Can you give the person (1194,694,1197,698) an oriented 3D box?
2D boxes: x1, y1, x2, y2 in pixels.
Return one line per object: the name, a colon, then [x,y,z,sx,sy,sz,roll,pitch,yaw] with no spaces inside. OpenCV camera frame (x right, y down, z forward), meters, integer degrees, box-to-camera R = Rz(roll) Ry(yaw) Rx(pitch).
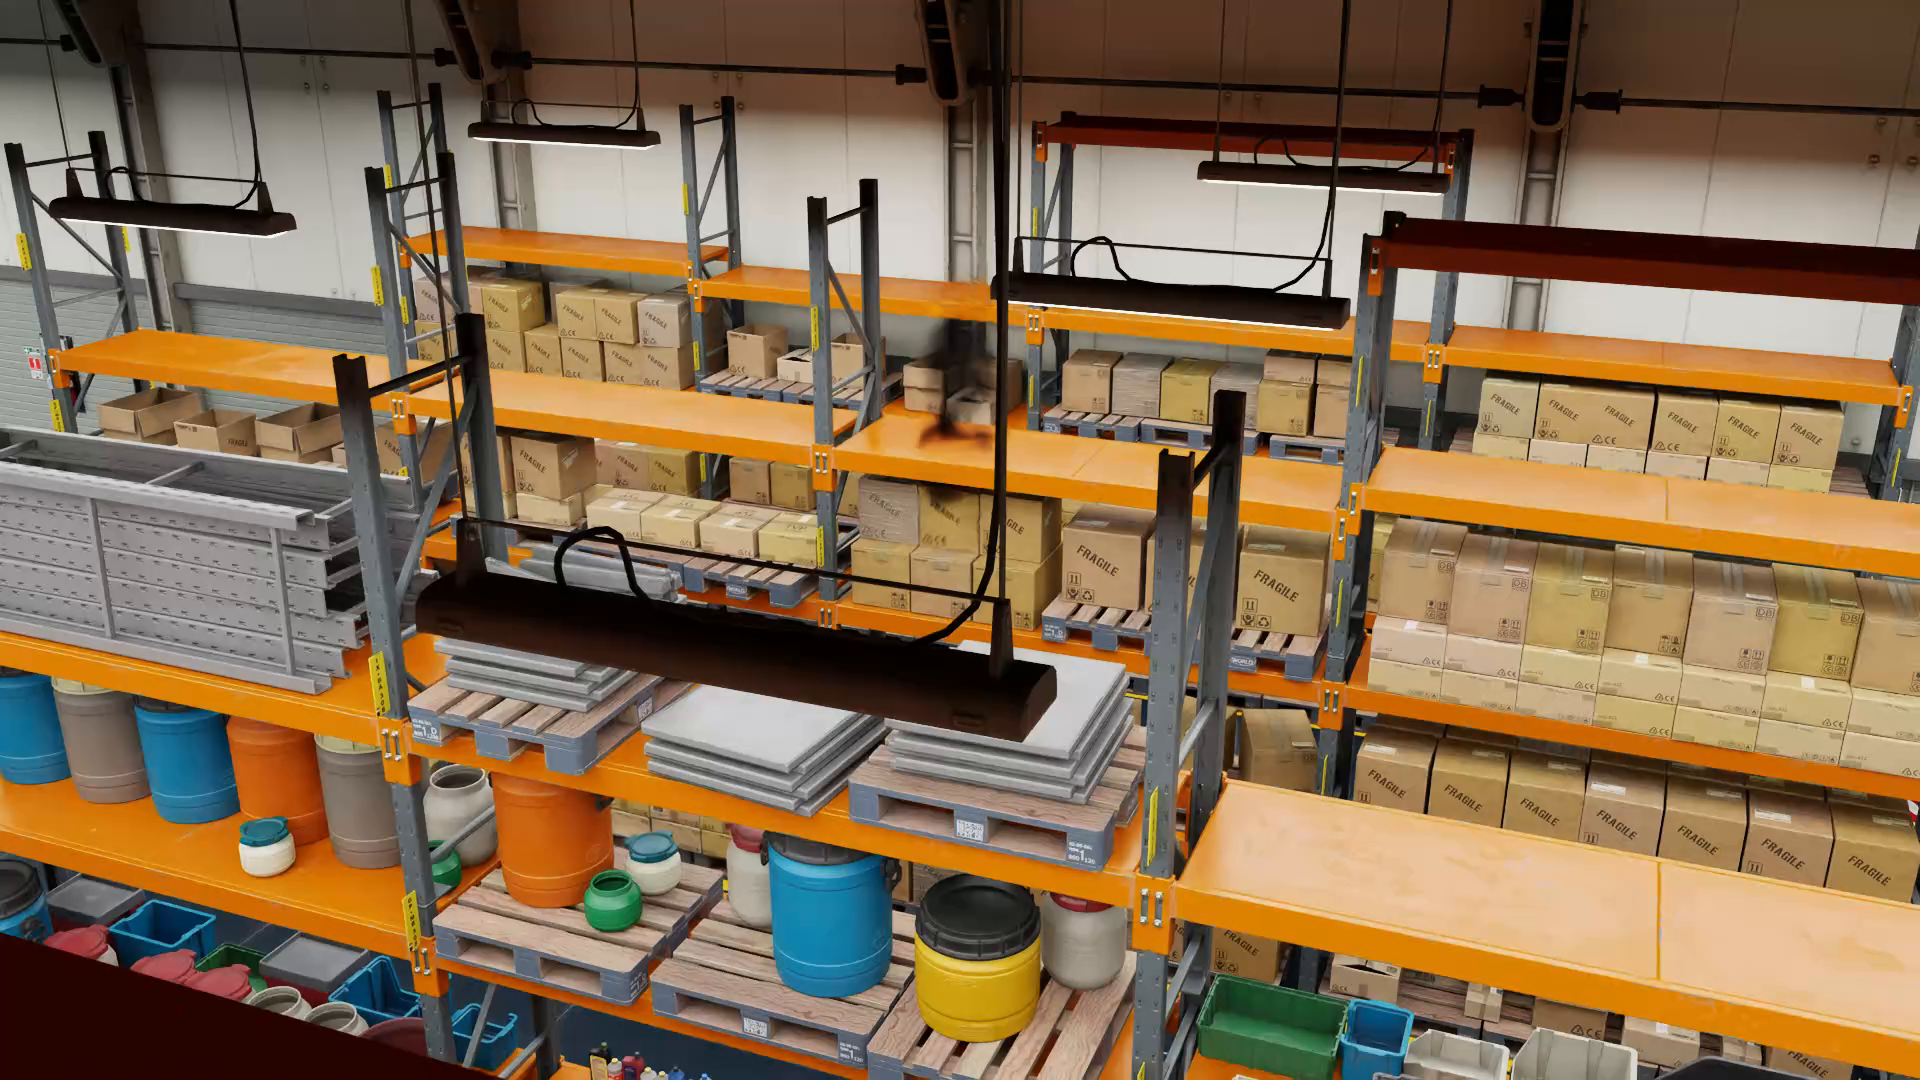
person: [2.131,2.051,14.818,0.529,1.554,0.492,6,22,16]
